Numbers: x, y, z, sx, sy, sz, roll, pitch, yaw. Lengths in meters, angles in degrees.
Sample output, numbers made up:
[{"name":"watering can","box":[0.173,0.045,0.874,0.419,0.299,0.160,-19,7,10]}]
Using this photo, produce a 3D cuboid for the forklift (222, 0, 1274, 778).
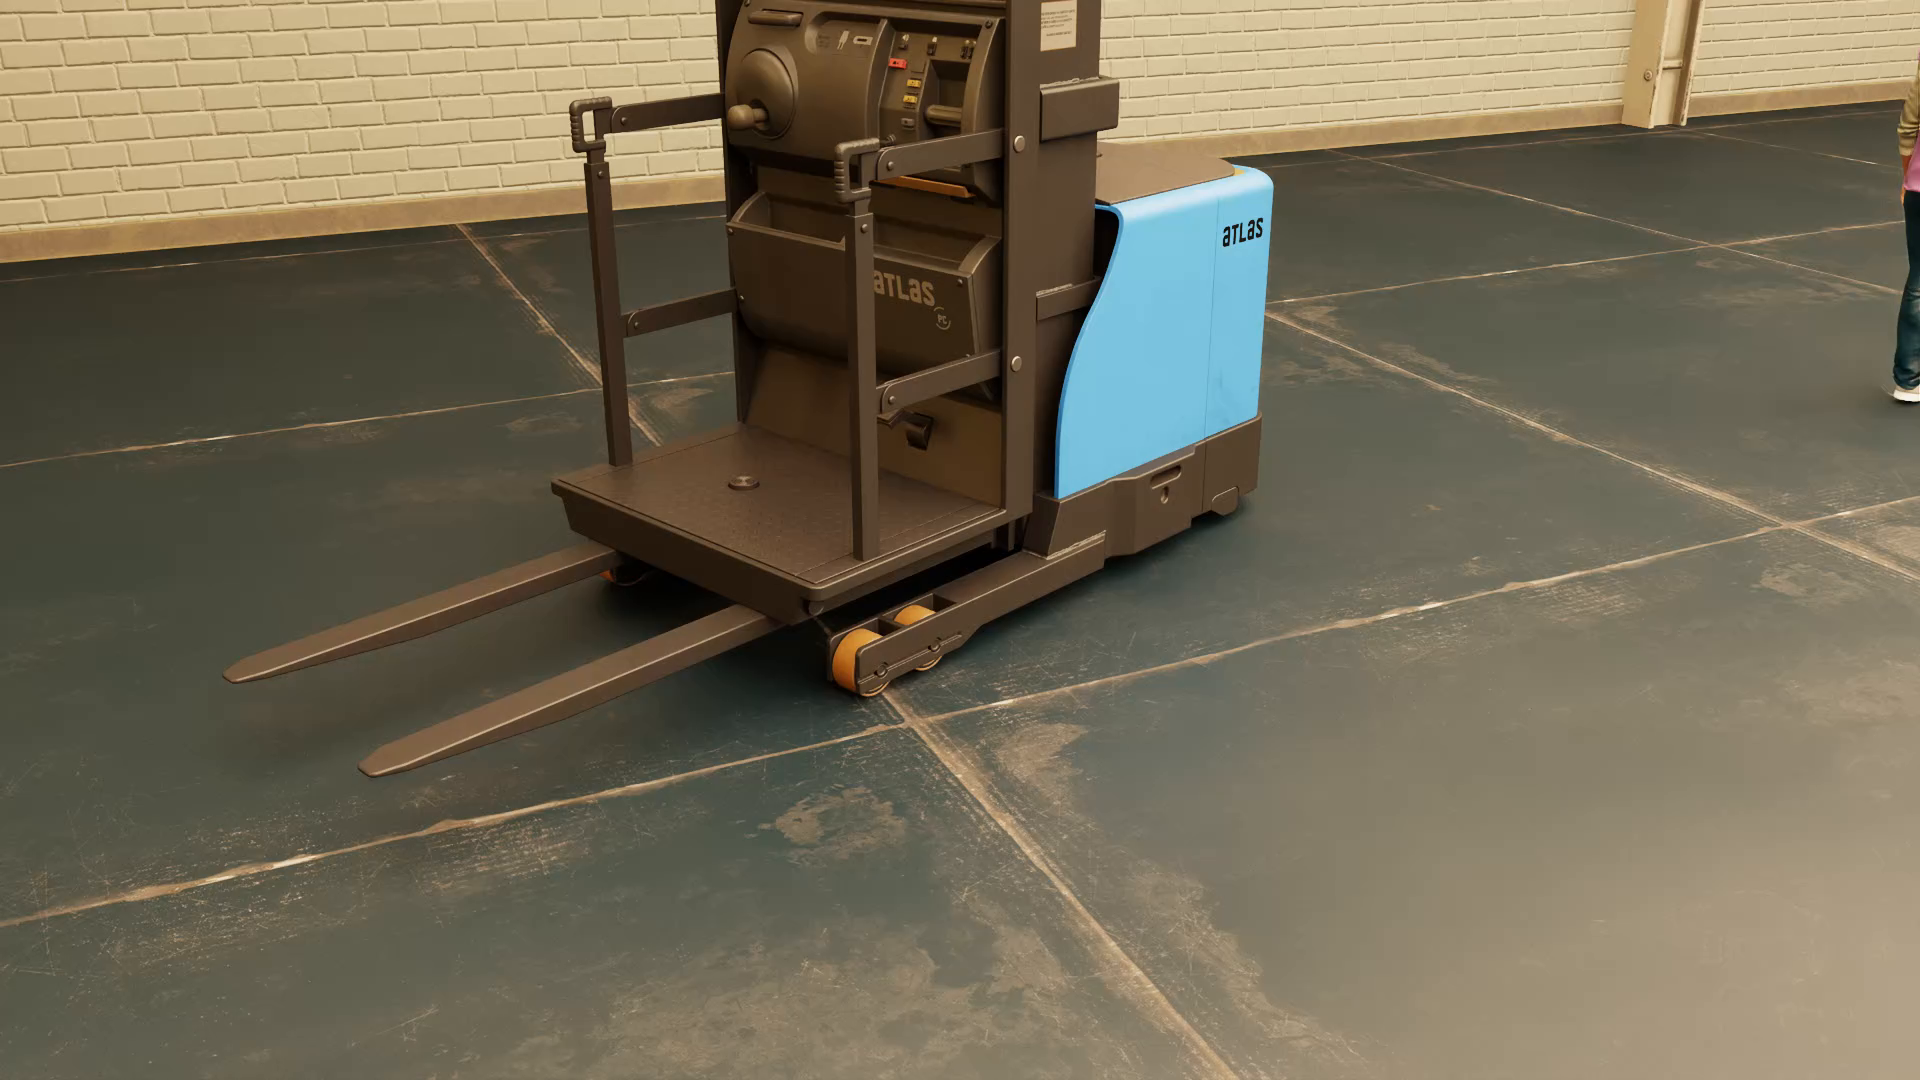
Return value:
[{"name":"forklift","box":[-0.413,-1.182,4.131,1.130,2.935,3.031,19,29,39]}]

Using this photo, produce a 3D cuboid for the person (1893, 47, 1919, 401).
[{"name":"person","box":[3.697,-1.275,6.074,0.475,1.597,0.520,-10,24,-22]}]
